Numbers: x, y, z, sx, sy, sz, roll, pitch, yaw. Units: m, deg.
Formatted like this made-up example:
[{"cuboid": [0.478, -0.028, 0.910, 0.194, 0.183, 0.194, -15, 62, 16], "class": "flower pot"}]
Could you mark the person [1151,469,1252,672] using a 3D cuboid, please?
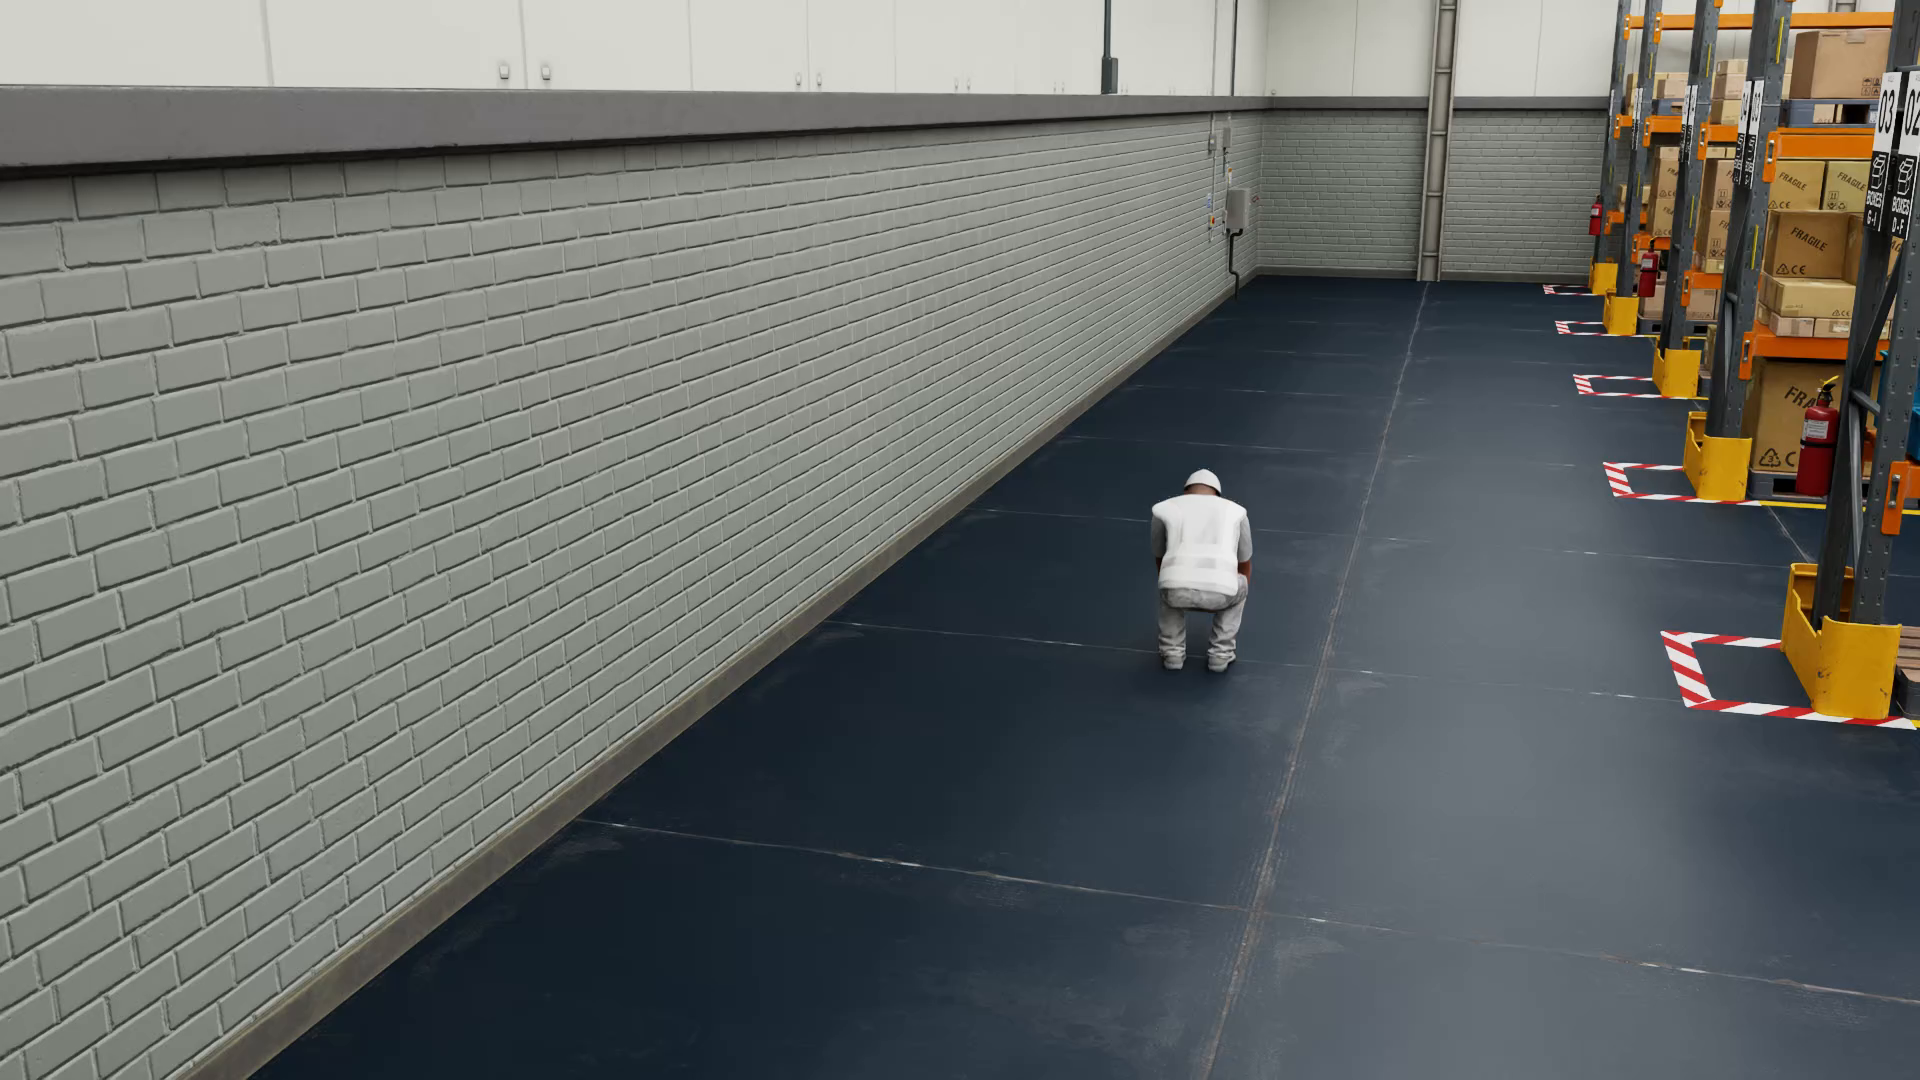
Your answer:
[{"cuboid": [1.328, 0.174, 9.310, 0.571, 1.025, 0.906, 4, 15, 16], "class": "person"}]
